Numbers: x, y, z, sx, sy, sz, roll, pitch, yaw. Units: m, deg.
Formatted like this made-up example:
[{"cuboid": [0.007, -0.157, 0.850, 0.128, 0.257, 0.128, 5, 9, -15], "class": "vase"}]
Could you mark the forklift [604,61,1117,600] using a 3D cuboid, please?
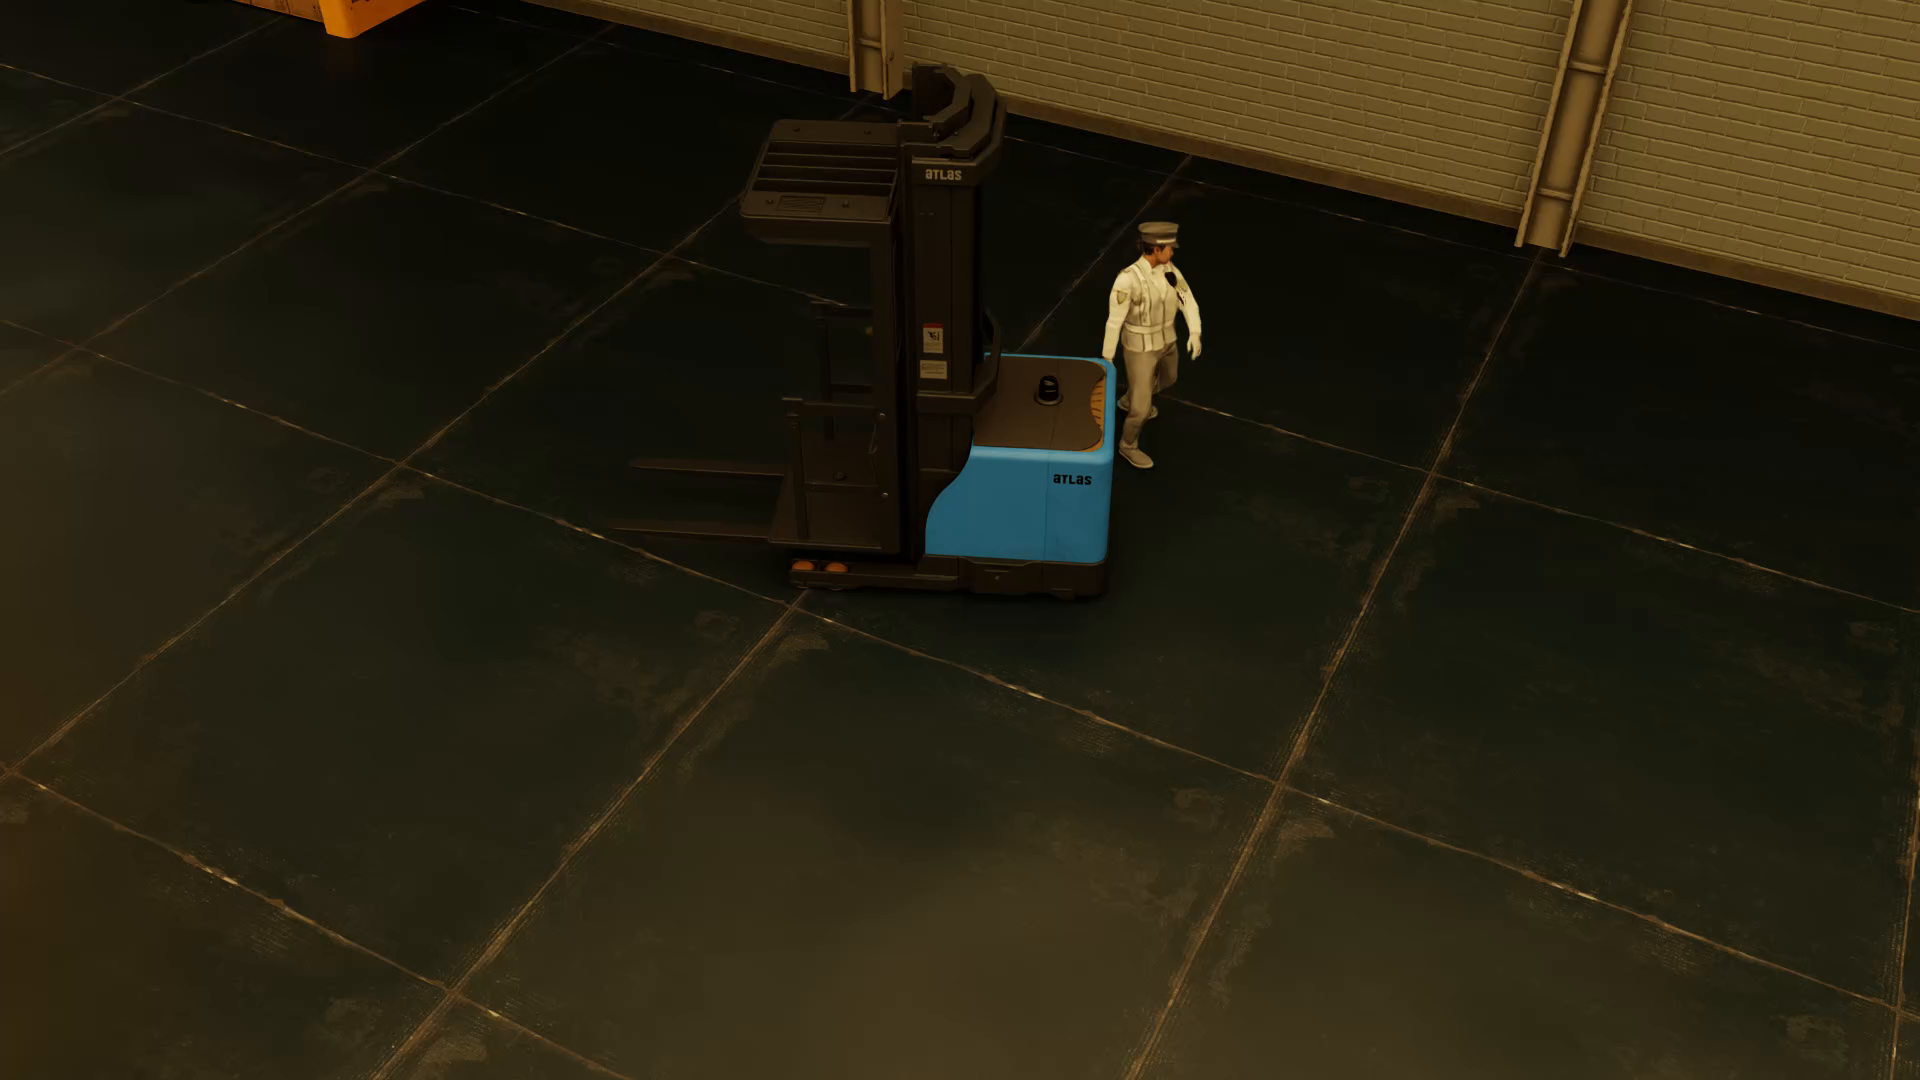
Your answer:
[{"cuboid": [-0.606, -1.157, 9.360, 3.031, 2.935, 1.130, 3, 40, 4], "class": "forklift"}]

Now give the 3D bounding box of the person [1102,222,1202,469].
[{"cuboid": [1.185, -1.210, 10.483, 0.724, 1.550, 0.786, -32, 49, -32], "class": "person"}]
